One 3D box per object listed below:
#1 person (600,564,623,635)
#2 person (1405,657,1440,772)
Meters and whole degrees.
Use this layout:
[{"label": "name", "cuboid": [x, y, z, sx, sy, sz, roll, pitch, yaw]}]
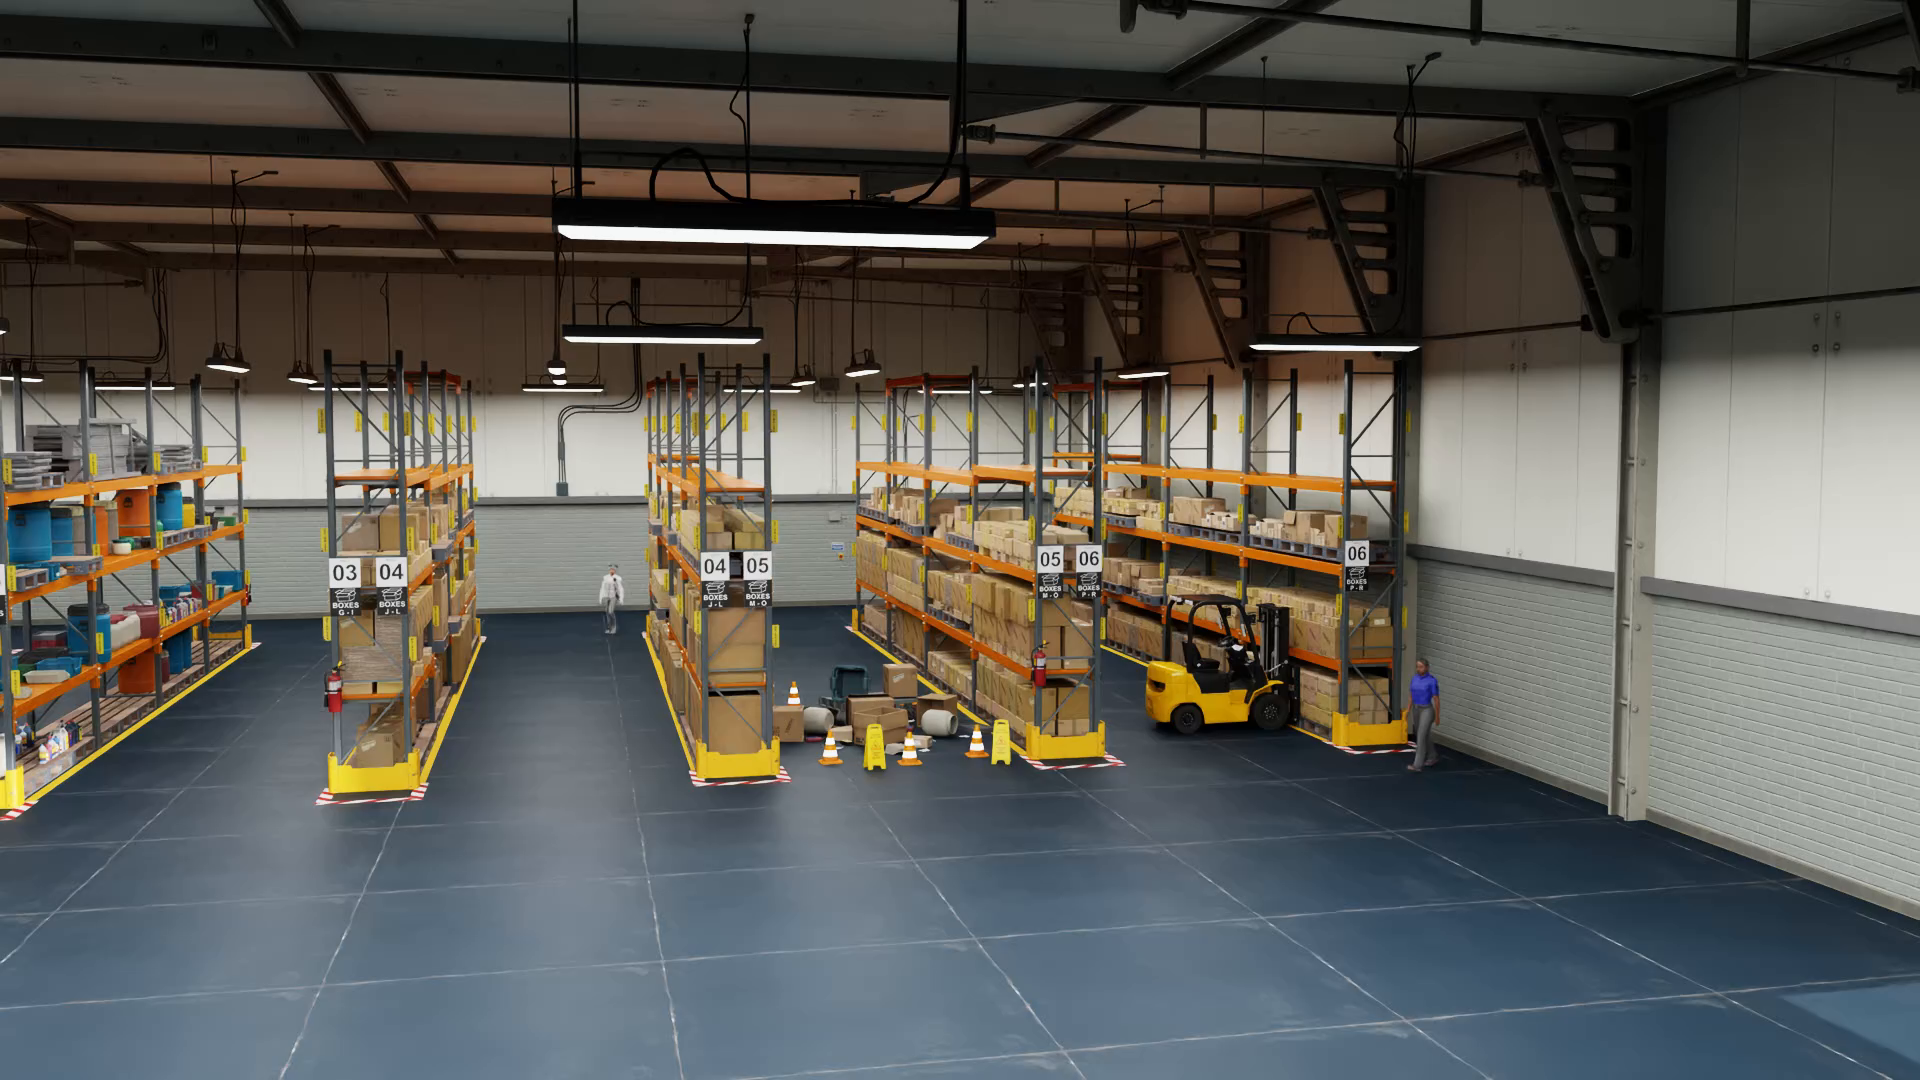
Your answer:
[{"label": "person", "cuboid": [-8.320, 1.409, 39.578, 0.523, 1.699, 0.472, 2, 4, 24]}, {"label": "person", "cuboid": [6.701, 2.512, 24.099, 0.856, 1.627, 0.465, -2, 5, -29]}]
